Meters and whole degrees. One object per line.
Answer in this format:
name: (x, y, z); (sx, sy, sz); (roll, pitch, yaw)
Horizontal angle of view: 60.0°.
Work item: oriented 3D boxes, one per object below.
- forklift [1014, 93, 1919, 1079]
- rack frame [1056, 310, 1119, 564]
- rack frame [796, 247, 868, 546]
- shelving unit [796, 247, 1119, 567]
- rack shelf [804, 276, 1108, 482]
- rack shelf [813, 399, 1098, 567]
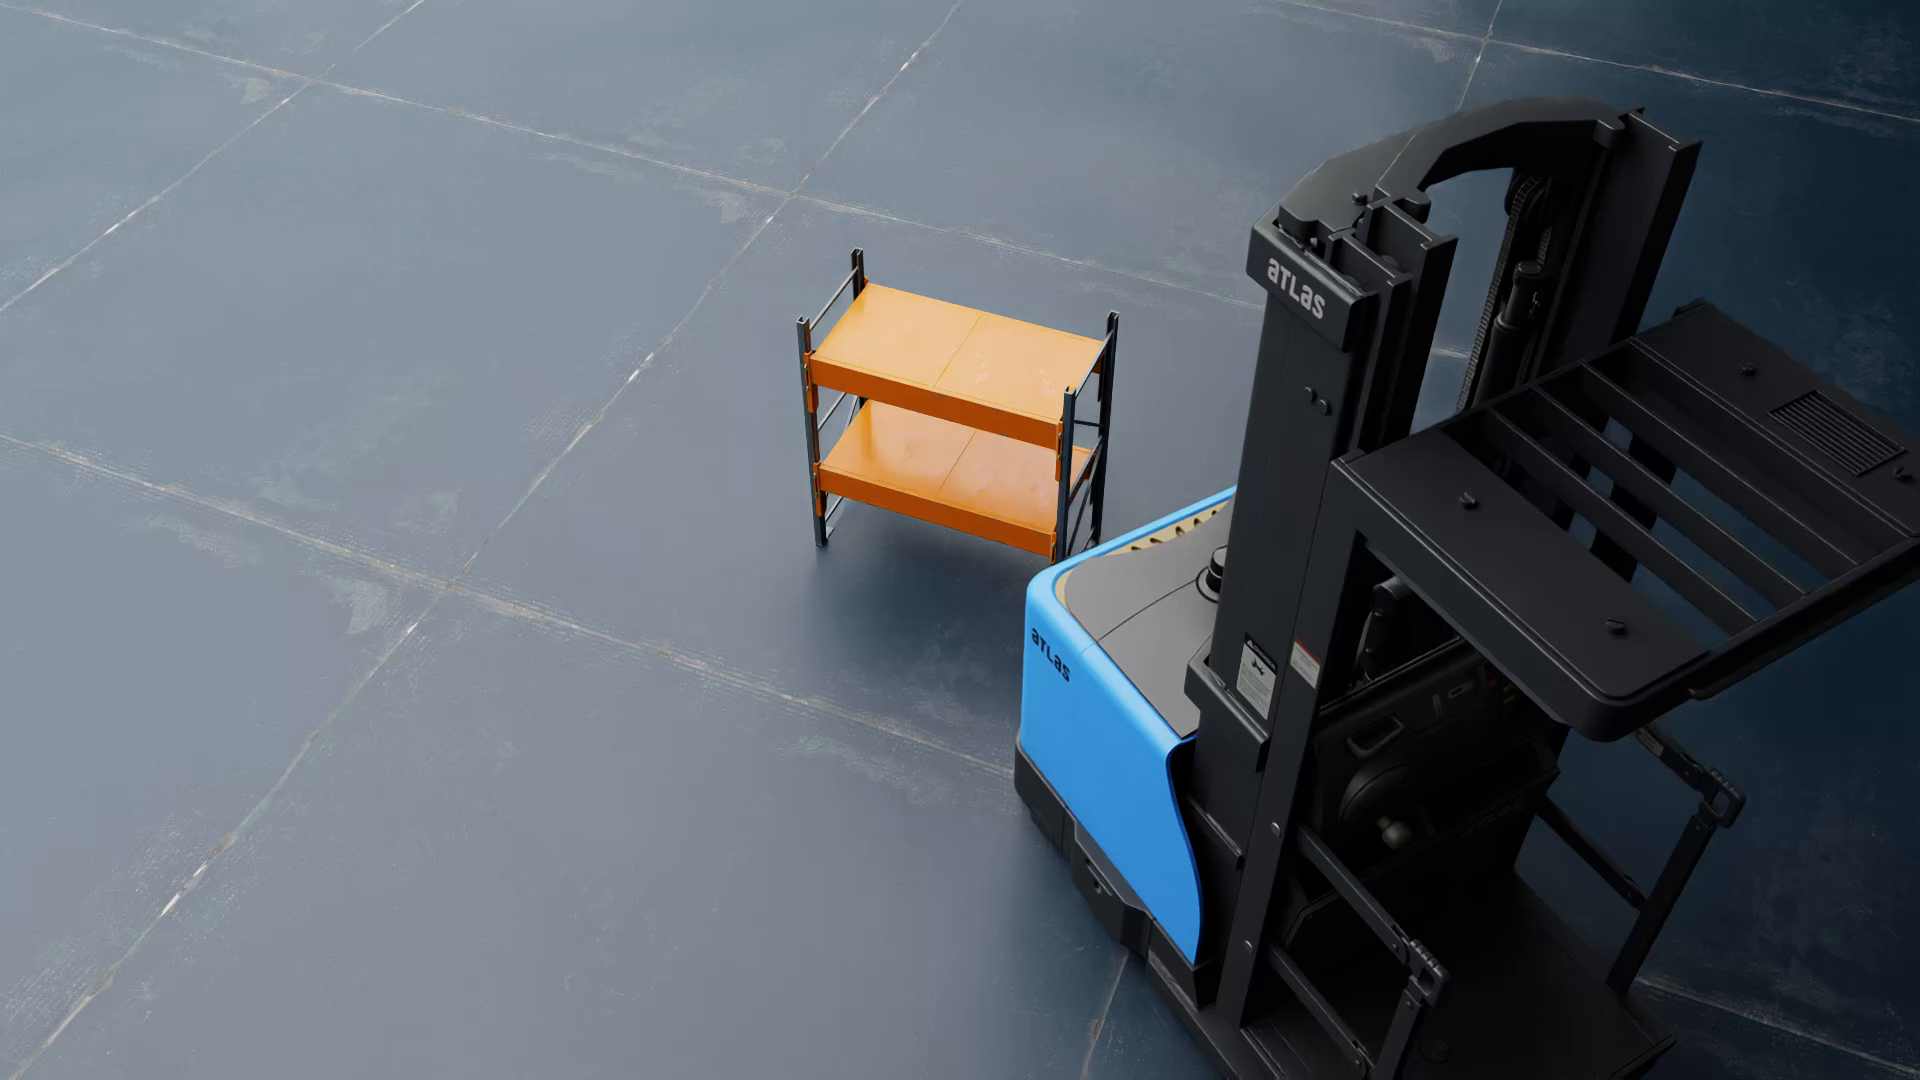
forklift: (1.376, 0.556, 4.113); (1.130, 2.935, 3.031); (-23, 49, -21)
rack frame: (0.463, -0.263, 6.216); (0.032, 1.125, 0.500); (16, 47, 16)
rack frame: (-0.475, -0.539, 6.494); (0.032, 1.125, 0.500); (16, 47, 16)
shelving unit: (-0.006, -0.401, 6.355); (1.048, 1.125, 0.538); (16, 47, 16)
rack shelf: (-0.006, -0.608, 6.149); (1.000, 0.278, 0.538); (16, 47, 16)
rack shelf: (-0.006, -0.227, 6.528); (1.000, 0.278, 0.538); (16, 47, 16)
